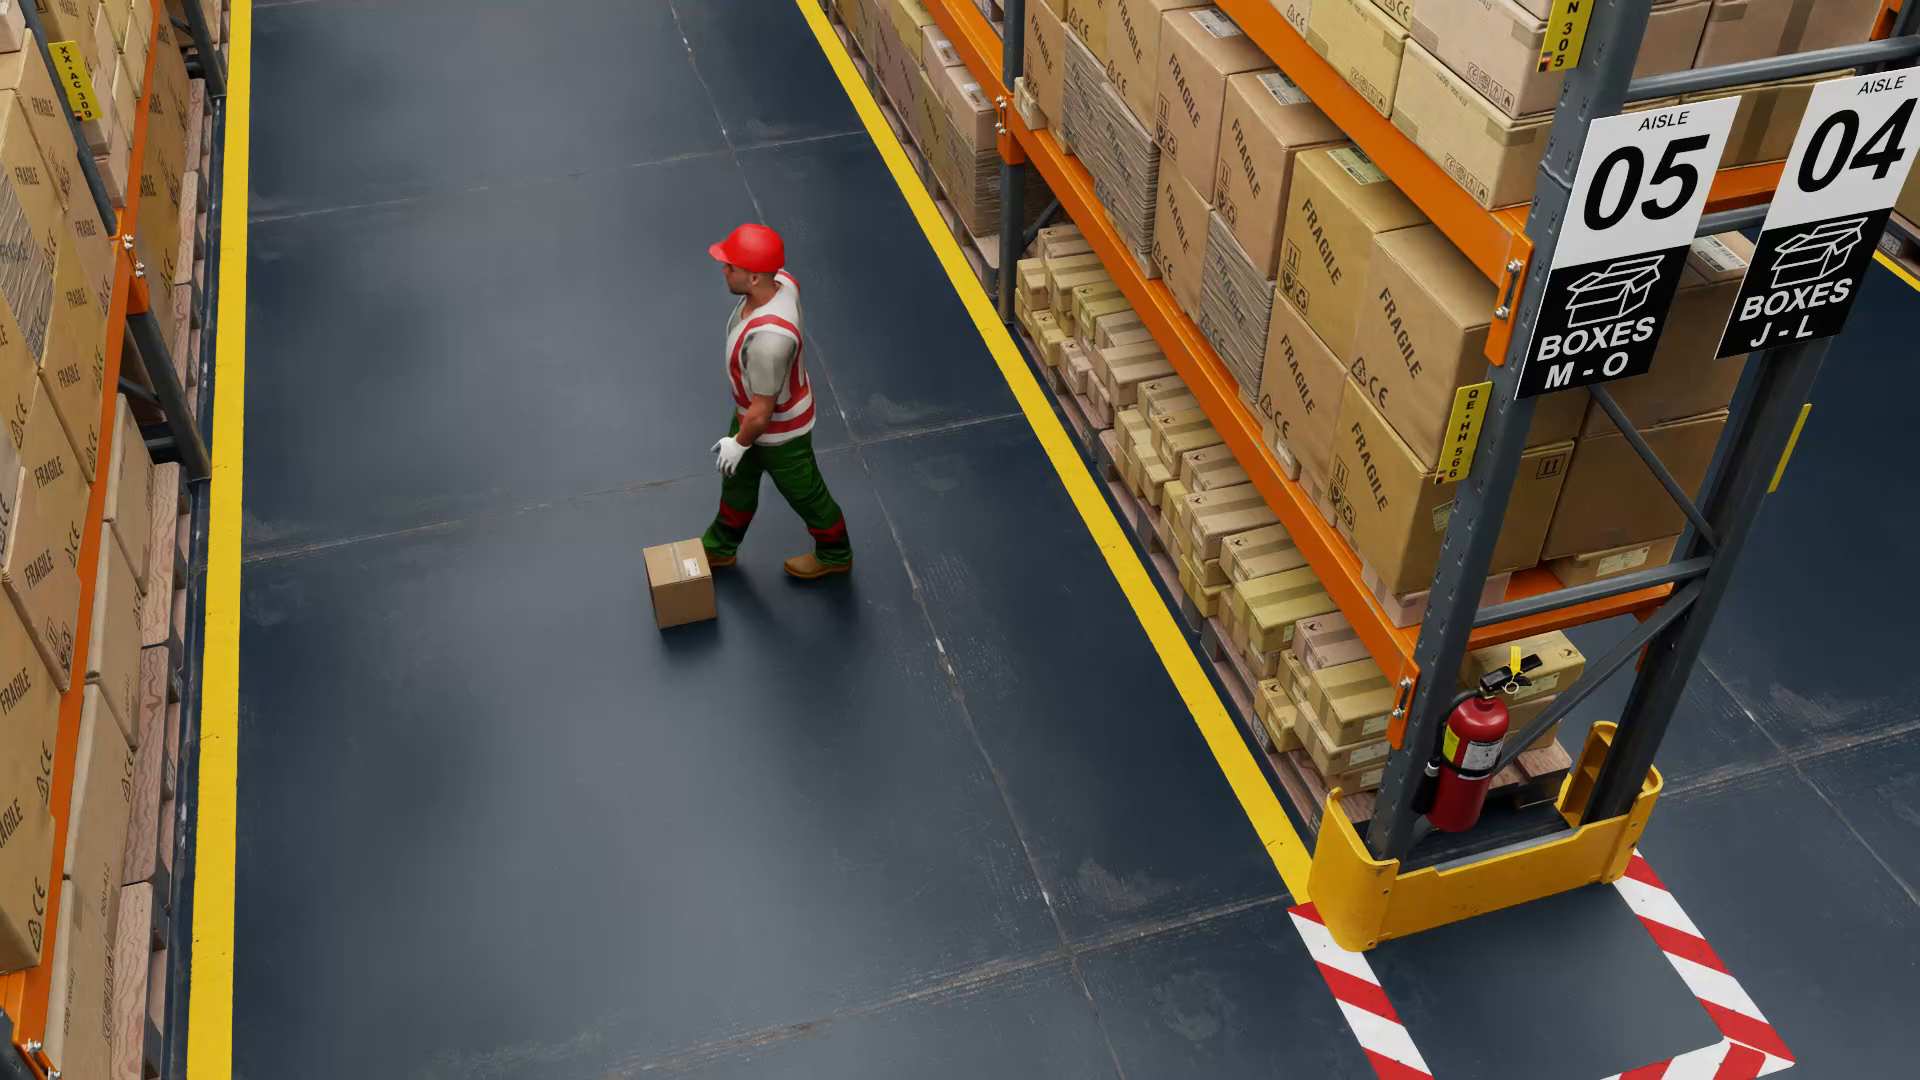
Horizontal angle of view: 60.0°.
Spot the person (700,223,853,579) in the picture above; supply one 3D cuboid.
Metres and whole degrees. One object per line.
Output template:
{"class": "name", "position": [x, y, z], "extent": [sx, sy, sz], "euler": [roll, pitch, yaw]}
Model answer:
{"class": "person", "position": [-0.854, -0.485, 6.655], "extent": [0.795, 1.768, 0.587], "euler": [-7, 42, -7]}
